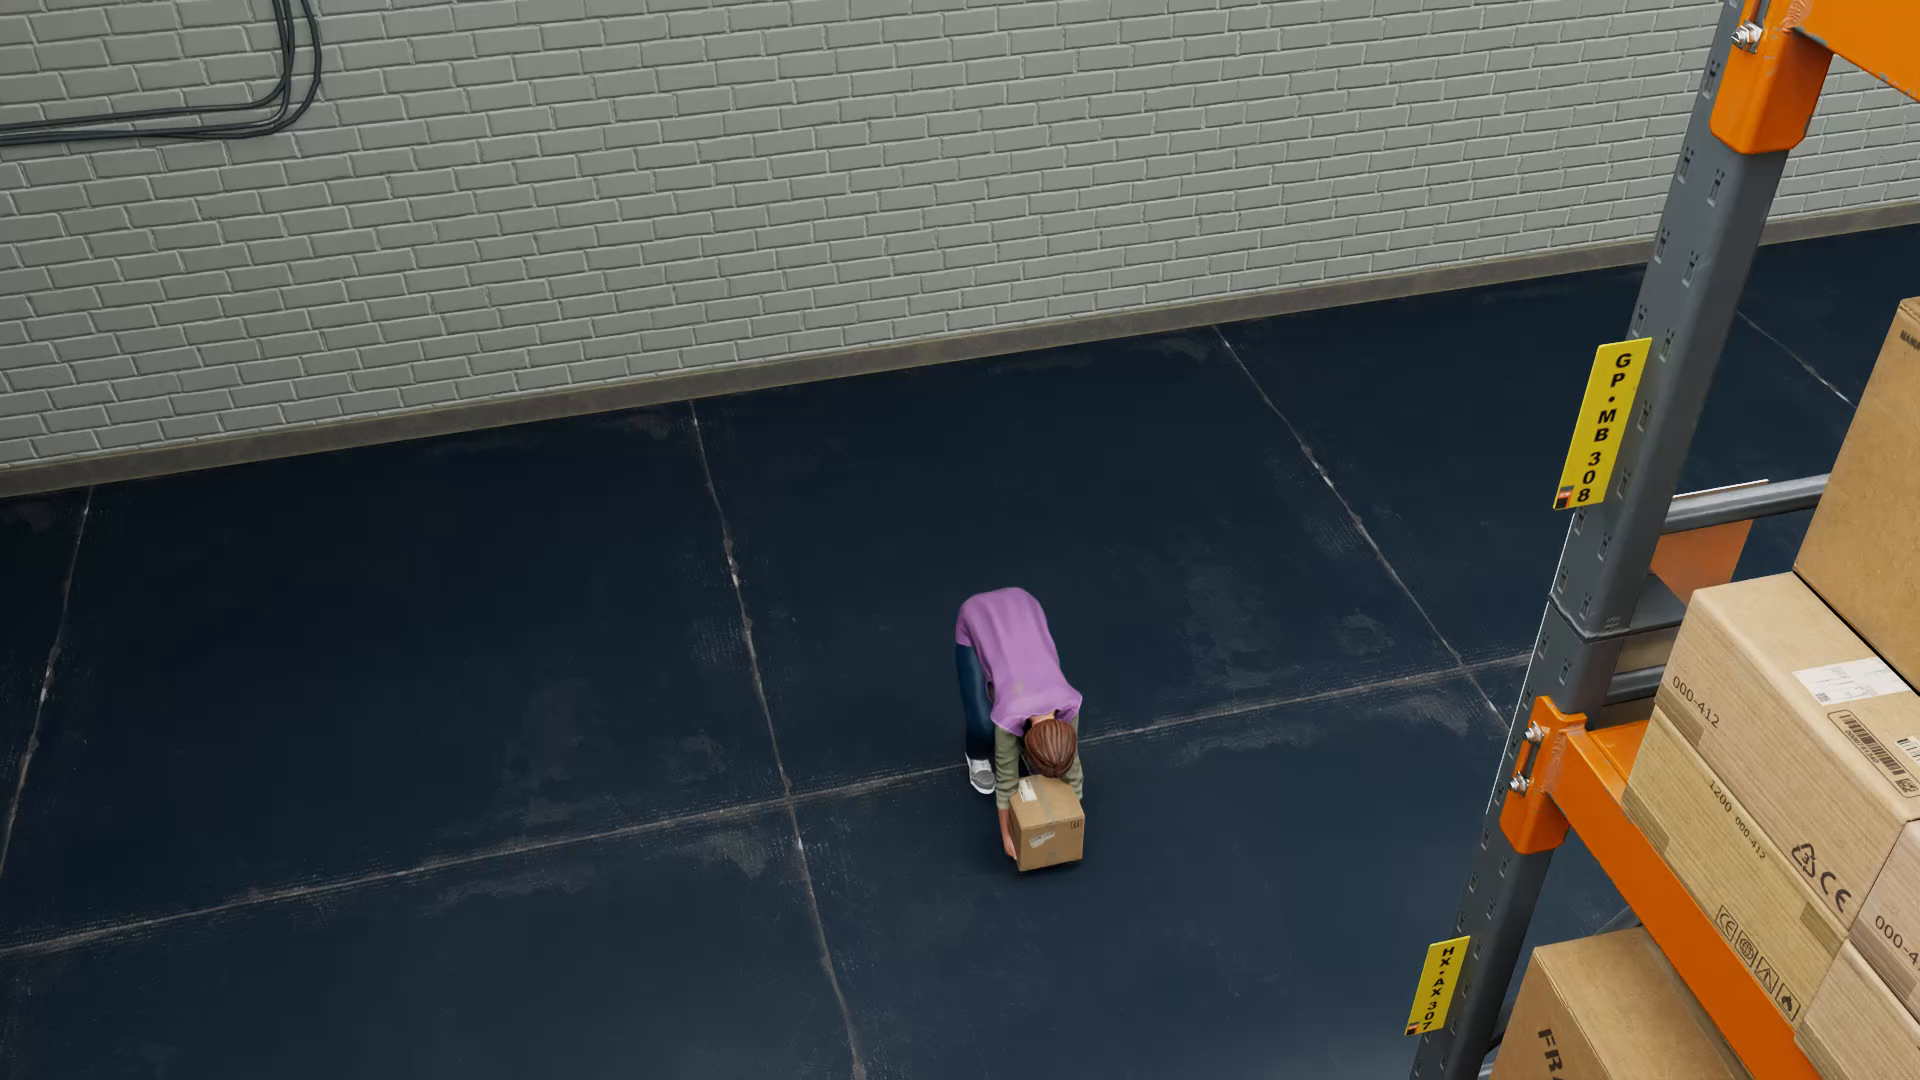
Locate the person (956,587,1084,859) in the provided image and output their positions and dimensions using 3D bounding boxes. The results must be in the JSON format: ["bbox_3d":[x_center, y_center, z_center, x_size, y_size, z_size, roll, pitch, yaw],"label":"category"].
[{"bbox_3d":[0.240,0.691,6.447,0.427,0.860,0.854,-11,40,-14],"label":"person"}]
